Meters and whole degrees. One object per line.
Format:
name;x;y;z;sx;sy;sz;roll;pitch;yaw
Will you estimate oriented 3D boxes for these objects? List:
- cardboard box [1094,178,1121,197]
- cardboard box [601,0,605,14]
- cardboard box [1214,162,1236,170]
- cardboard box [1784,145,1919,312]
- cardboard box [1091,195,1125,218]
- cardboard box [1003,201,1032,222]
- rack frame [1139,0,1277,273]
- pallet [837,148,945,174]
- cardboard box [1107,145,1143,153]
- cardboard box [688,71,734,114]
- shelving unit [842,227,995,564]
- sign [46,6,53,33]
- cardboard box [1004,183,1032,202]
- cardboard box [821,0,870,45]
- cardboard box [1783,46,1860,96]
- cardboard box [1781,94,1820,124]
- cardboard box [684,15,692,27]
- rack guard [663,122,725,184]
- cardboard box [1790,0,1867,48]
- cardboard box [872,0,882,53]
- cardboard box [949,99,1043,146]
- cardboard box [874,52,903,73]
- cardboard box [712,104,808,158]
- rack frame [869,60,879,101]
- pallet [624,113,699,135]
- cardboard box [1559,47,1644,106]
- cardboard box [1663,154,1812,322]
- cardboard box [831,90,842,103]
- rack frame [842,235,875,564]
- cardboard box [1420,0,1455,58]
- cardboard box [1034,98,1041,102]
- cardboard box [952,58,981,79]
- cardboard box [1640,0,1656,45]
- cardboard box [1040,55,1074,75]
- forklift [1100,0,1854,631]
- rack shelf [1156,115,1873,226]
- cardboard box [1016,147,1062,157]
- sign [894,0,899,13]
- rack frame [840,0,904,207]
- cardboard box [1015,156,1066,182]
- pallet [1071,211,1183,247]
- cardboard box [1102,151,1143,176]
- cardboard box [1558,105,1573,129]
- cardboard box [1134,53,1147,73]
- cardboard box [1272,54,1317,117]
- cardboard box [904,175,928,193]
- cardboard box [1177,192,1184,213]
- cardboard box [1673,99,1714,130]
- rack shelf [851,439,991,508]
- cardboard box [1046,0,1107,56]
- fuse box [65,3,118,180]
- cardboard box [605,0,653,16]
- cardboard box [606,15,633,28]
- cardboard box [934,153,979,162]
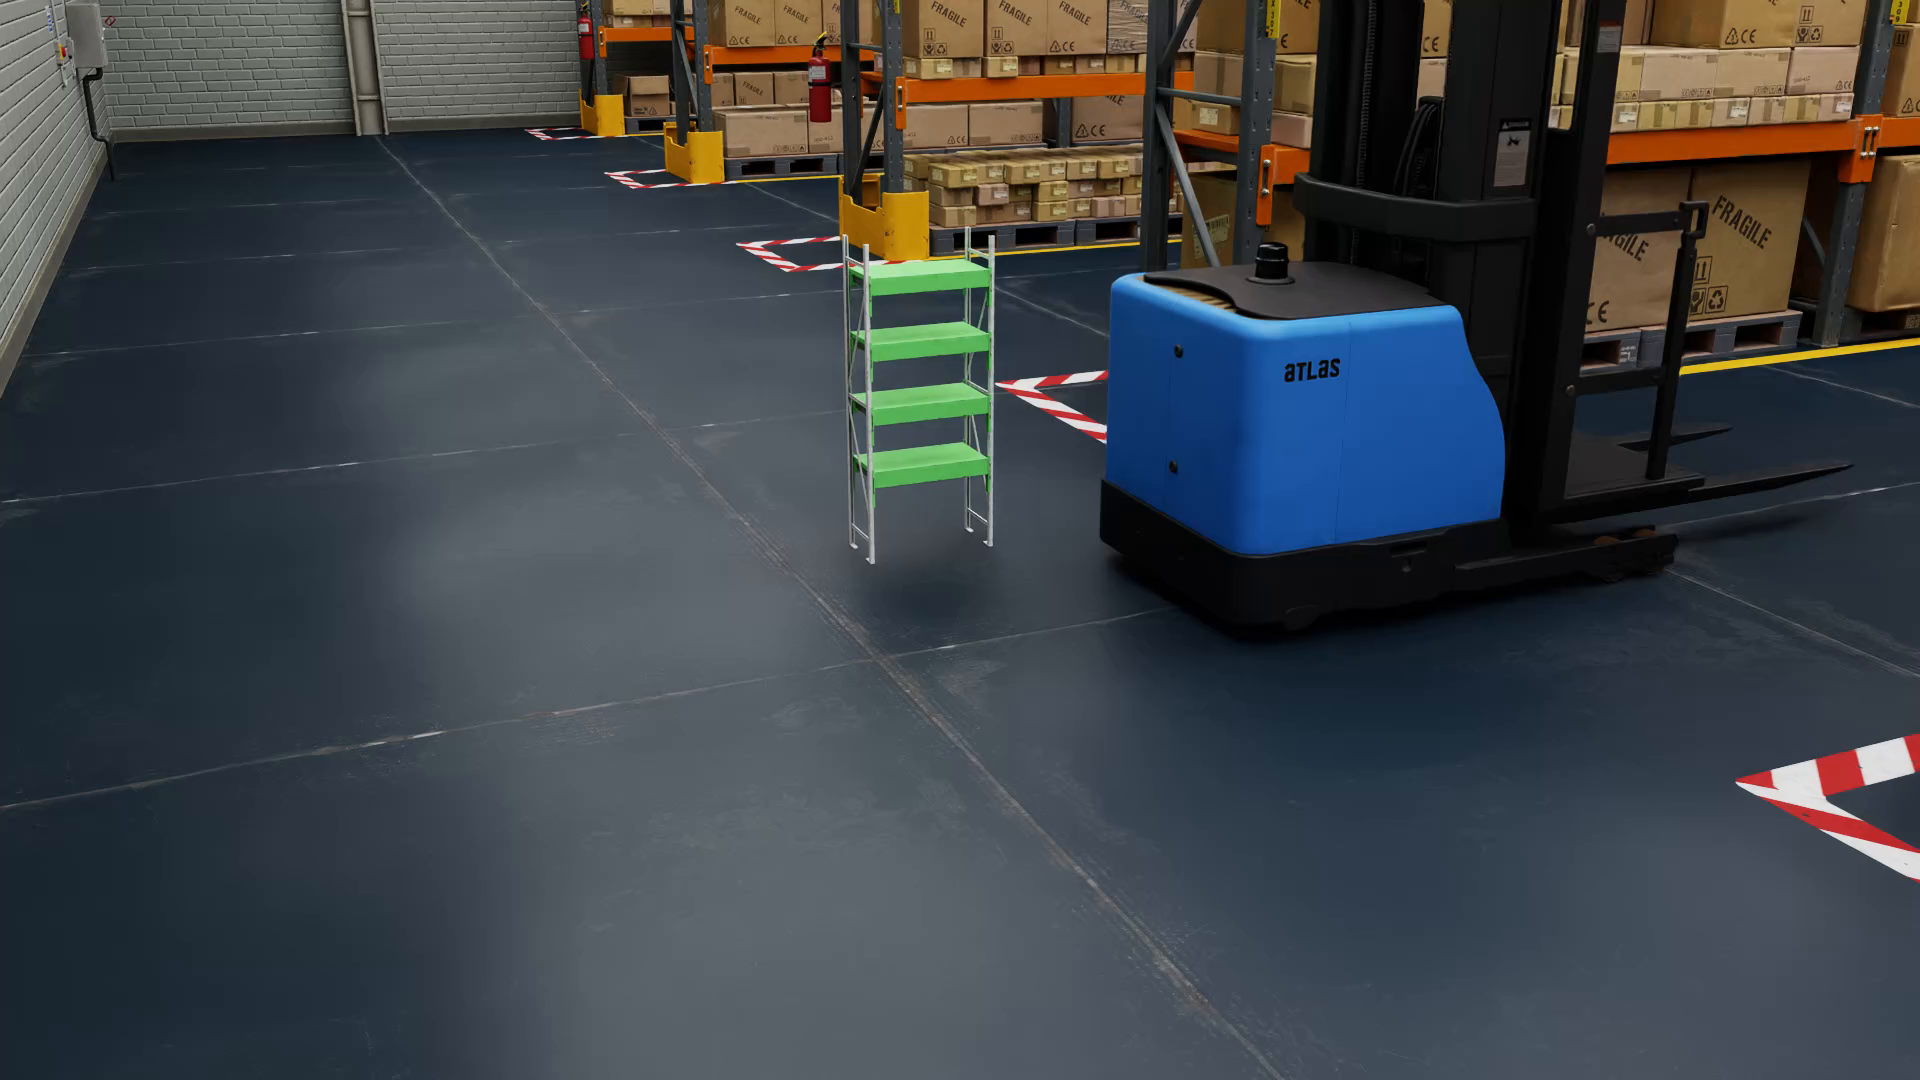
cardboard box;1.093;-2.858;13.334;0.250;0.149;0.380;-7;21;-19
cardboard box;-4.376;-6.903;21.388;0.500;0.250;0.500;-8;21;-20
cardboard box;2.065;-3.126;13.647;0.250;0.149;0.380;-7;21;-20
cardboard box;5.454;-1.969;10.165;0.875;0.875;1.225;-8;21;-22
cardboard box;1.108;-2.670;13.250;0.250;0.149;0.380;-9;21;-25
cardboard box;0.371;-2.601;13.054;0.250;0.149;0.380;-8;21;-21
rack frame;1.201;-2.157;8.131;0.127;3.000;1.000;-8;21;-22
pallet;-0.902;-4.152;17.995;1.213;0.211;1.003;-8;21;-22
cardboard box;1.401;-3.183;13.811;0.250;0.149;0.380;-9;21;-24
cardboard box;-3.294;-5.863;21.789;0.500;0.500;0.700;-7;21;-20
shelving unit;-0.152;-0.544;6.261;0.503;1.200;0.258;-8;21;-22
sign;-7.929;-4.535;14.477;0.001;0.218;0.327;-8;21;-22
cardboard box;0.376;-2.745;13.013;0.250;0.149;0.380;-8;21;-21
cardboard box;-1.242;-5.338;17.015;0.500;0.500;0.500;-8;21;-22
cardboard box;4.573;-2.614;9.208;0.500;0.250;0.500;-9;21;-23
cardboard box;4.487;-2.390;9.173;0.250;0.149;0.380;-8;21;-21
cardboard box;-3.584;-6.640;21.243;0.250;0.149;0.380;-7;21;-20
rack guard;-2.746;-3.997;17.120;0.348;0.500;1.175;-8;21;-22
cardboard box;4.558;-2.964;9.073;0.500;0.500;0.500;-8;21;-20
cardboard box;-0.360;-4.008;12.789;0.500;0.500;0.500;-8;21;-21
cardboard box;0.330;-4.645;18.422;0.875;0.438;0.875;-8;21;-23
cardboard box;-0.483;-3.693;12.873;0.250;0.149;0.380;-8;21;-22
cardboard box;-2.158;-4.286;17.403;0.875;0.438;0.875;-9;21;-24
rack frame;-1.021;-7.218;22.506;0.127;3.000;1.000;-8;21;-22
pallet;-3.892;-5.492;21.801;1.213;0.211;1.003;-8;21;-22
cardboard box;3.163;-2.413;8.636;0.500;0.250;0.500;-9;21;-23
cardboard box;4.236;-1.816;9.731;0.875;0.875;0.875;-8;21;-22
cardboard box;-1.744;-5.917;22.294;0.258;0.266;0.396;-7;21;-20
rack frame;-0.376;-0.512;6.170;0.015;1.200;0.240;-8;21;-22
cardboard box;2.208;-2.627;8.114;0.500;0.500;0.500;-9;21;-23
cardboard box;0.936;-6.436;23.415;0.500;0.500;0.500;-9;21;-24
cardboard box;-0.026;-3.553;12.474;0.250;0.149;0.380;-7;21;-20
cardboard box;3.878;-3.059;9.341;0.500;0.500;0.500;-8;21;-22
cardboard box;0.685;-3.676;12.824;0.250;0.149;0.380;-8;21;-22
forklift;2.096;-1.381;6.031;3.031;2.935;1.130;-8;21;-22
rack shelf;3.038;-2.080;8.997;4.000;0.370;1.077;-8;21;-22
cardboard box;0.644;-3.119;13.628;0.250;0.149;0.380;-7;21;-20
sign;-0.455;-3.925;11.851;0.005;0.325;0.100;-8;21;-22
rack frame;-0.671;-3.682;12.464;0.127;3.000;1.000;-8;21;-22
cardboard box;0.628;-2.907;13.025;0.250;0.149;0.380;-9;21;-25
pallet;1.278;-2.633;13.681;1.213;0.211;1.003;-8;21;-22
cardboard box;1.339;-3.023;13.356;0.250;0.149;0.380;-8;21;-22
cardboard box;3.070;-2.187;8.595;0.250;0.149;0.380;-9;21;-23
cardboard box;1.426;-3.754;13.045;0.250;0.149;0.380;-8;21;-21
cardboard box;1.749;-2.207;8.052;0.500;0.250;0.500;-9;21;-23
cardboard box;-0.299;-2.833;13.263;0.250;0.149;0.380;-9;21;-23
cardboard box;1.827;-2.770;13.534;0.250;0.149;0.380;-8;21;-22
cardboard box;3.779;-2.289;8.884;0.250;0.149;0.380;-8;21;-21
rack shelf;-0.152;-0.258;6.362;0.480;0.148;0.258;-8;21;-22
cardboard box;0.787;-3.984;12.721;0.500;0.500;0.500;-8;21;-21
fuse box;-8.590;-4.482;16.674;0.414;1.711;0.539;-8;21;-22
cardboard box;-4.170;-6.739;20.923;0.500;0.250;0.500;-8;21;-22
cardboard box;-4.283;-6.533;20.938;0.250;0.149;0.380;-8;21;-22
cardboard box;-0.031;-2.979;13.231;0.250;0.149;0.380;-8;21;-21
